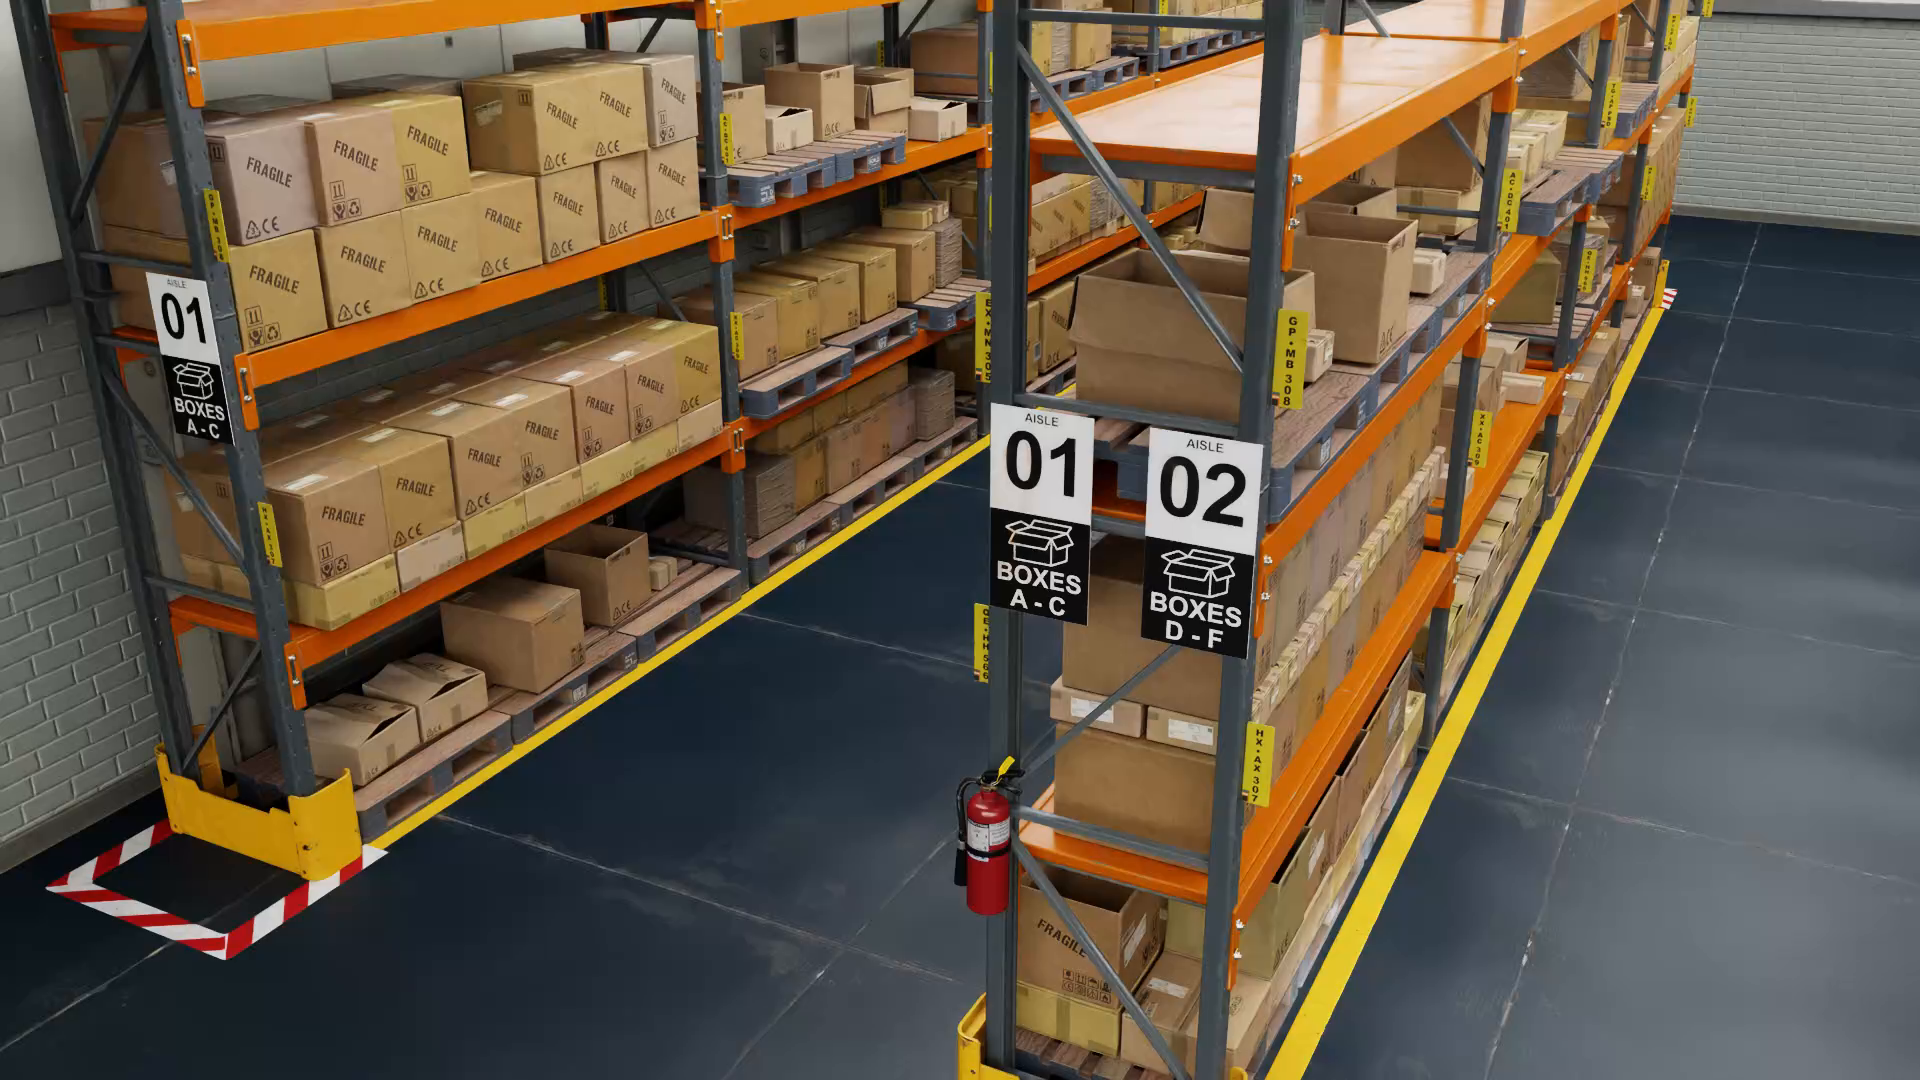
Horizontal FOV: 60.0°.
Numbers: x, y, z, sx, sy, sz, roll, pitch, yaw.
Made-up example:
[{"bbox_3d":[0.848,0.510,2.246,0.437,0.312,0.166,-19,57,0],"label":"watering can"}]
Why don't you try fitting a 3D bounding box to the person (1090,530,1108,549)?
[{"bbox_3d":[0.975,-0.126,11.066,0.557,1.767,0.389,12,25,26],"label":"person"}]
